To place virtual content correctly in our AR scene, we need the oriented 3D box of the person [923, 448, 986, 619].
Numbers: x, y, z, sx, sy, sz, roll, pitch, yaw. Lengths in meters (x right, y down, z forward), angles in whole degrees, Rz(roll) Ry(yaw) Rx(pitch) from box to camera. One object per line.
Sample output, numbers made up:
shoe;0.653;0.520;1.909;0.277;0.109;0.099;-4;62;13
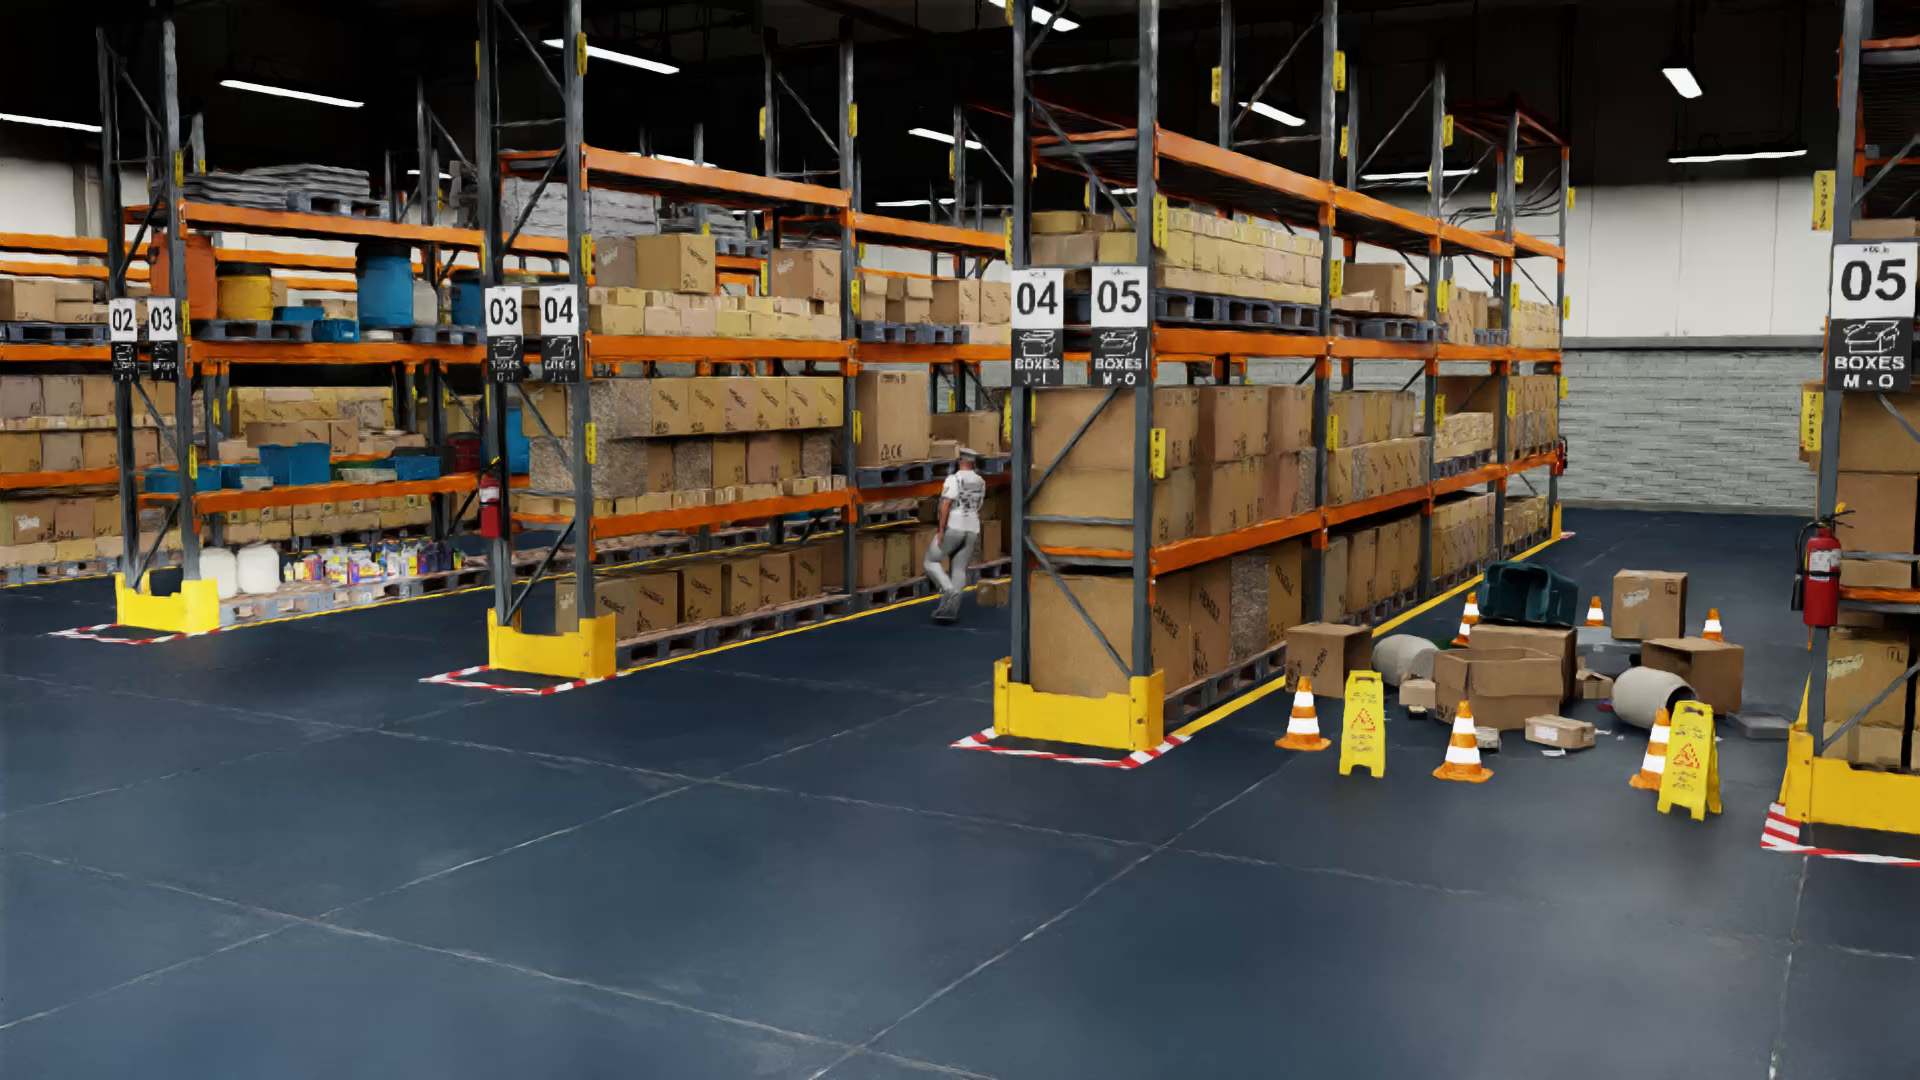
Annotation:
person;-0.031;-0.066;16.760;0.710;1.706;0.517;-5;8;-38
